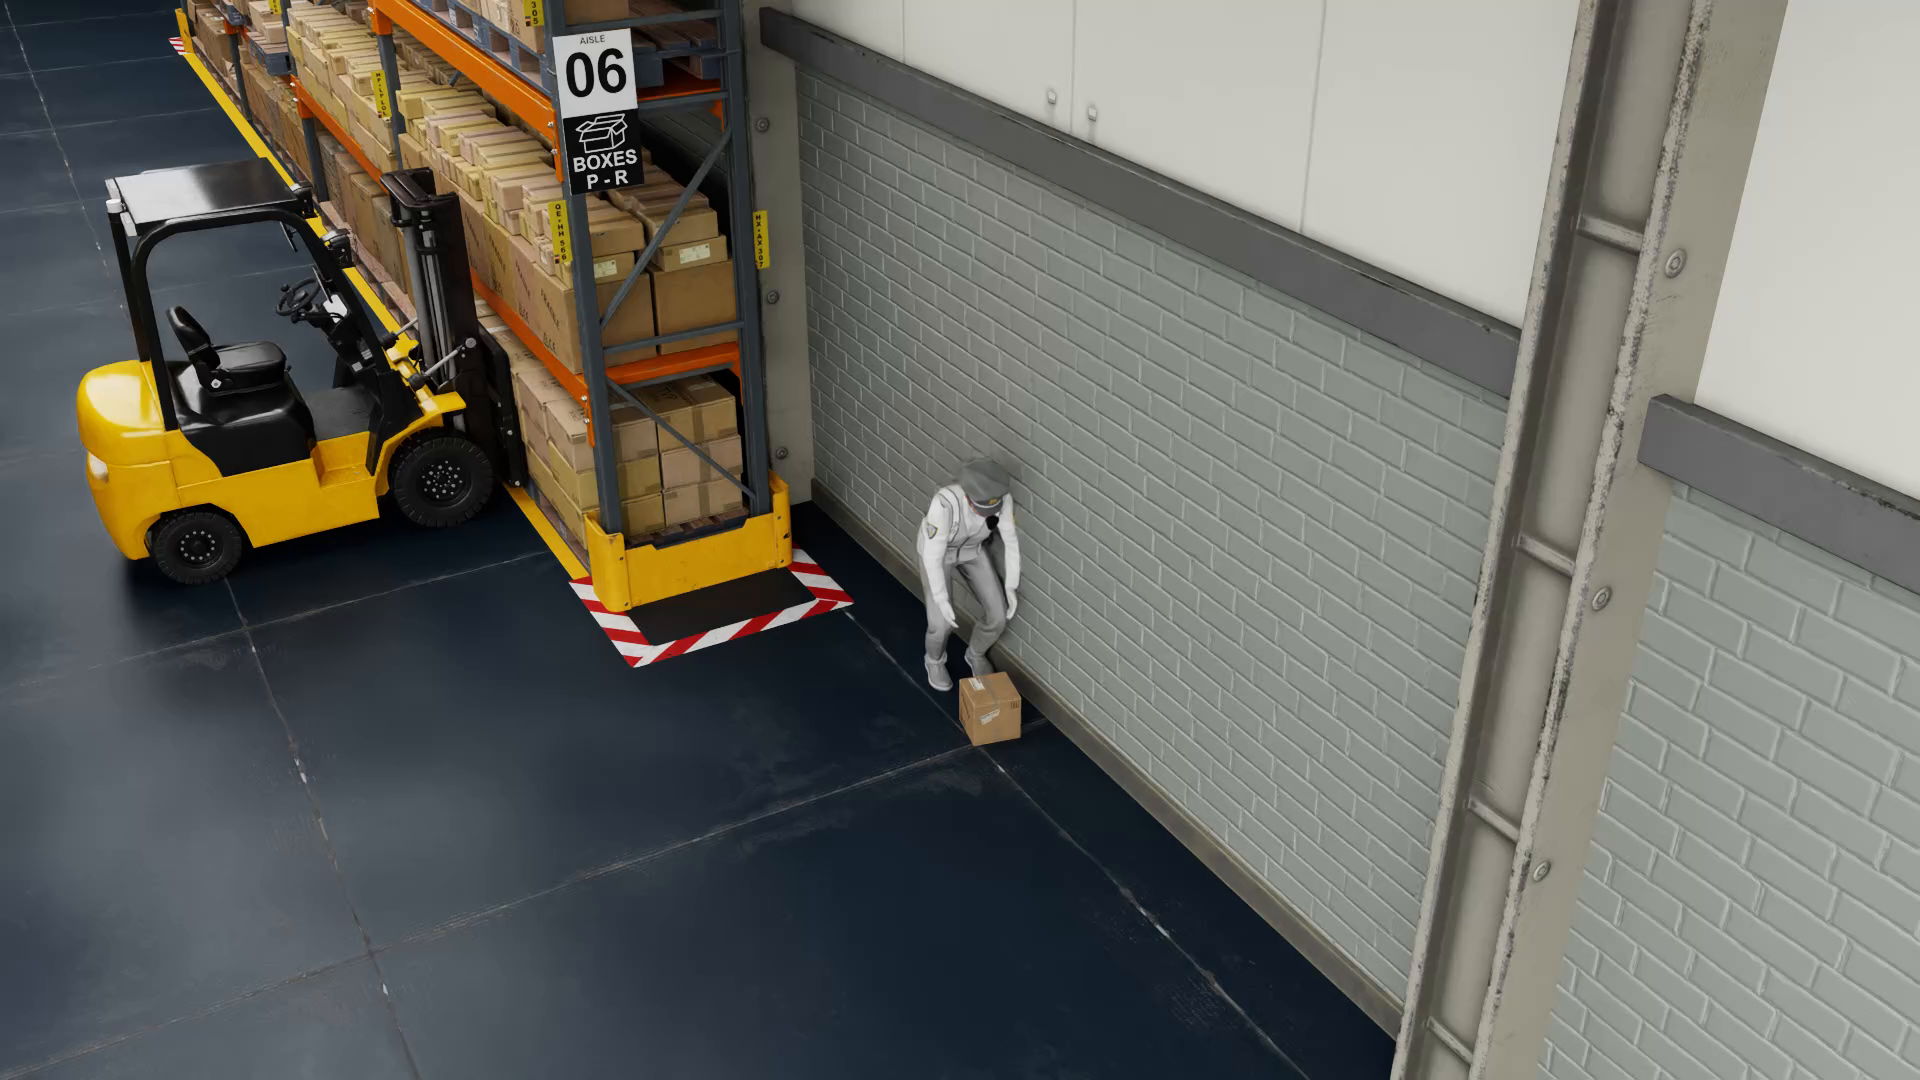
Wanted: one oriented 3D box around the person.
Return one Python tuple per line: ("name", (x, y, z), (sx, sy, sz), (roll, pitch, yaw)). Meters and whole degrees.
("person", (0.050, 0.152, 8.587), (0.535, 1.375, 0.709), (-9, 30, -15))
